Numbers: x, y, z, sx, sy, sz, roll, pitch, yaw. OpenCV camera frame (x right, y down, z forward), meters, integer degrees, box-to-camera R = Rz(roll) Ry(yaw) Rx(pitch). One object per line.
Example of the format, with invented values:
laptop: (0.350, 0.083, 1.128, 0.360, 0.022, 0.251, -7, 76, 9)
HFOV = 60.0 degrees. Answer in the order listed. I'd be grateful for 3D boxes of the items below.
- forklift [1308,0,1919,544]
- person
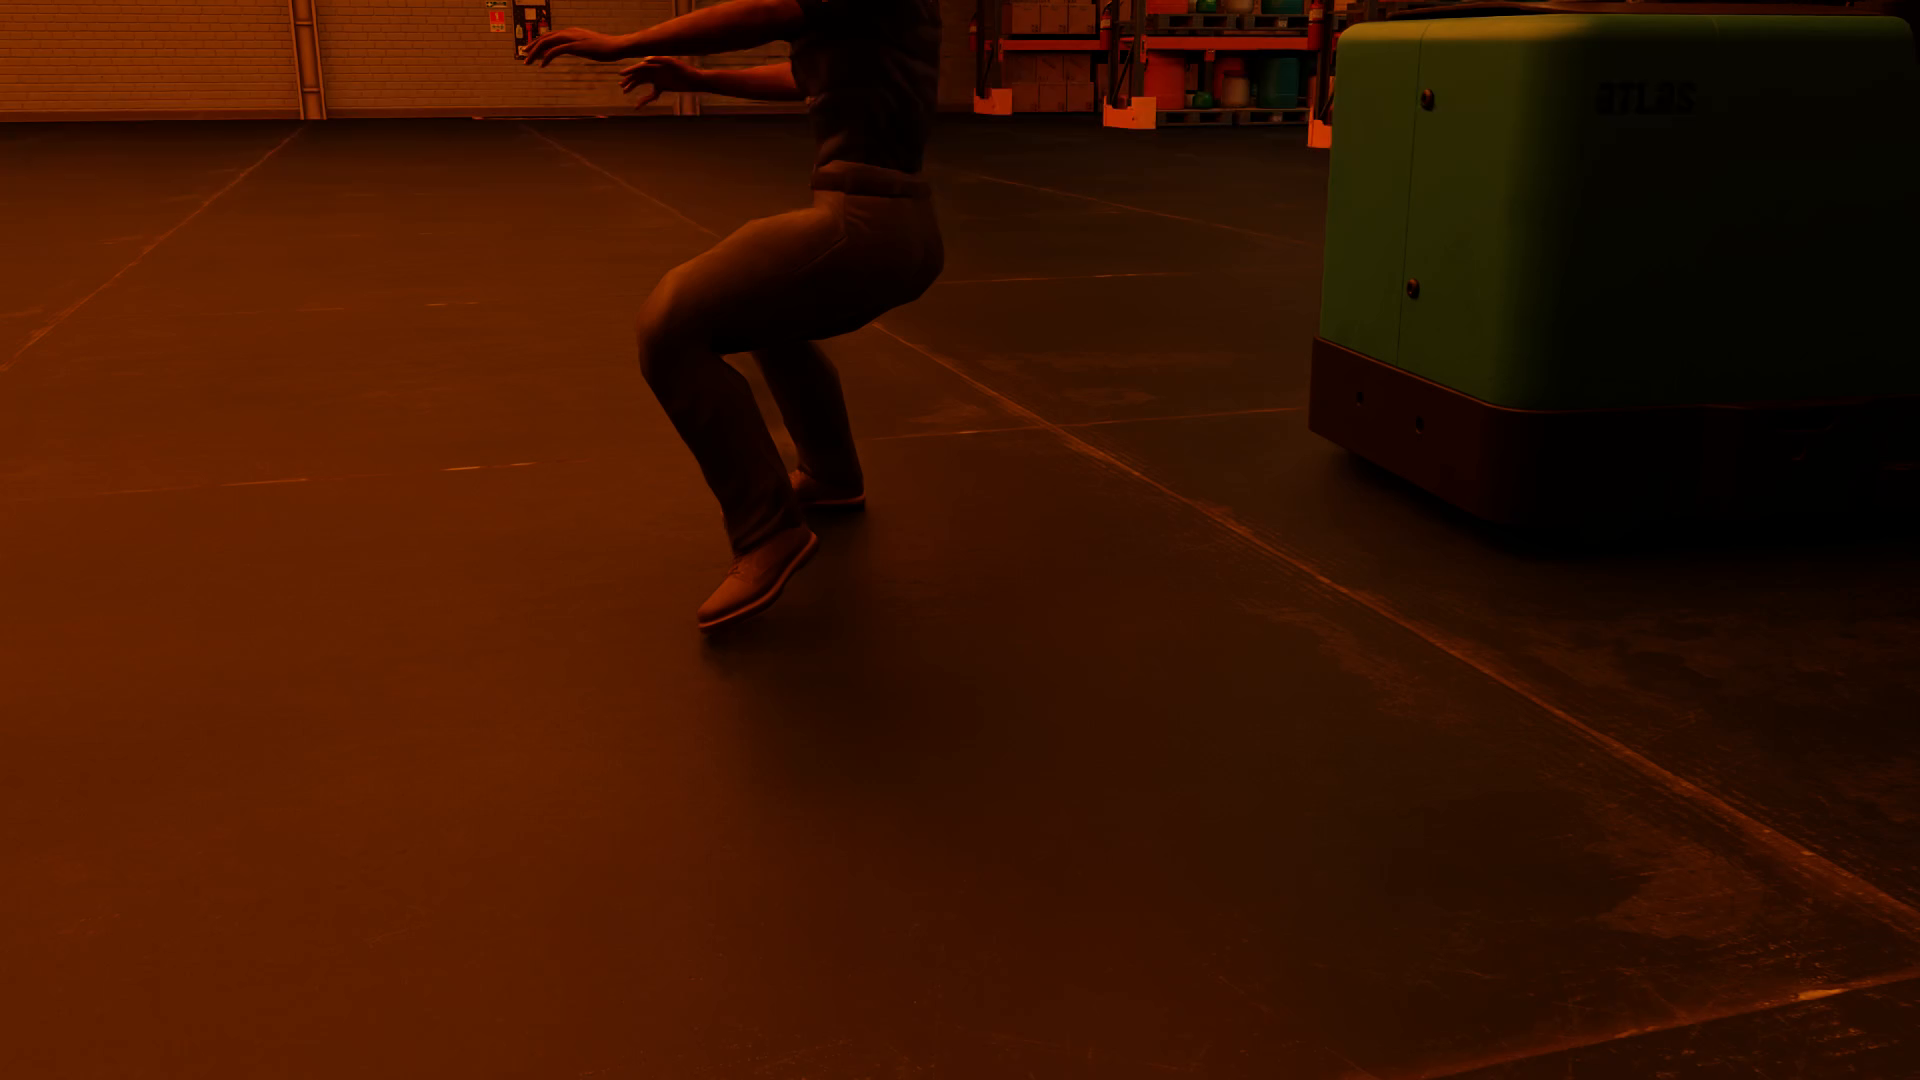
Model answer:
forklift: (2.469, -1.591, 3.785, 3.031, 2.935, 1.130, -3, 17, -12)
person: (-0.377, -0.638, 3.205, 0.682, 1.428, 0.994, 4, 17, 13)
